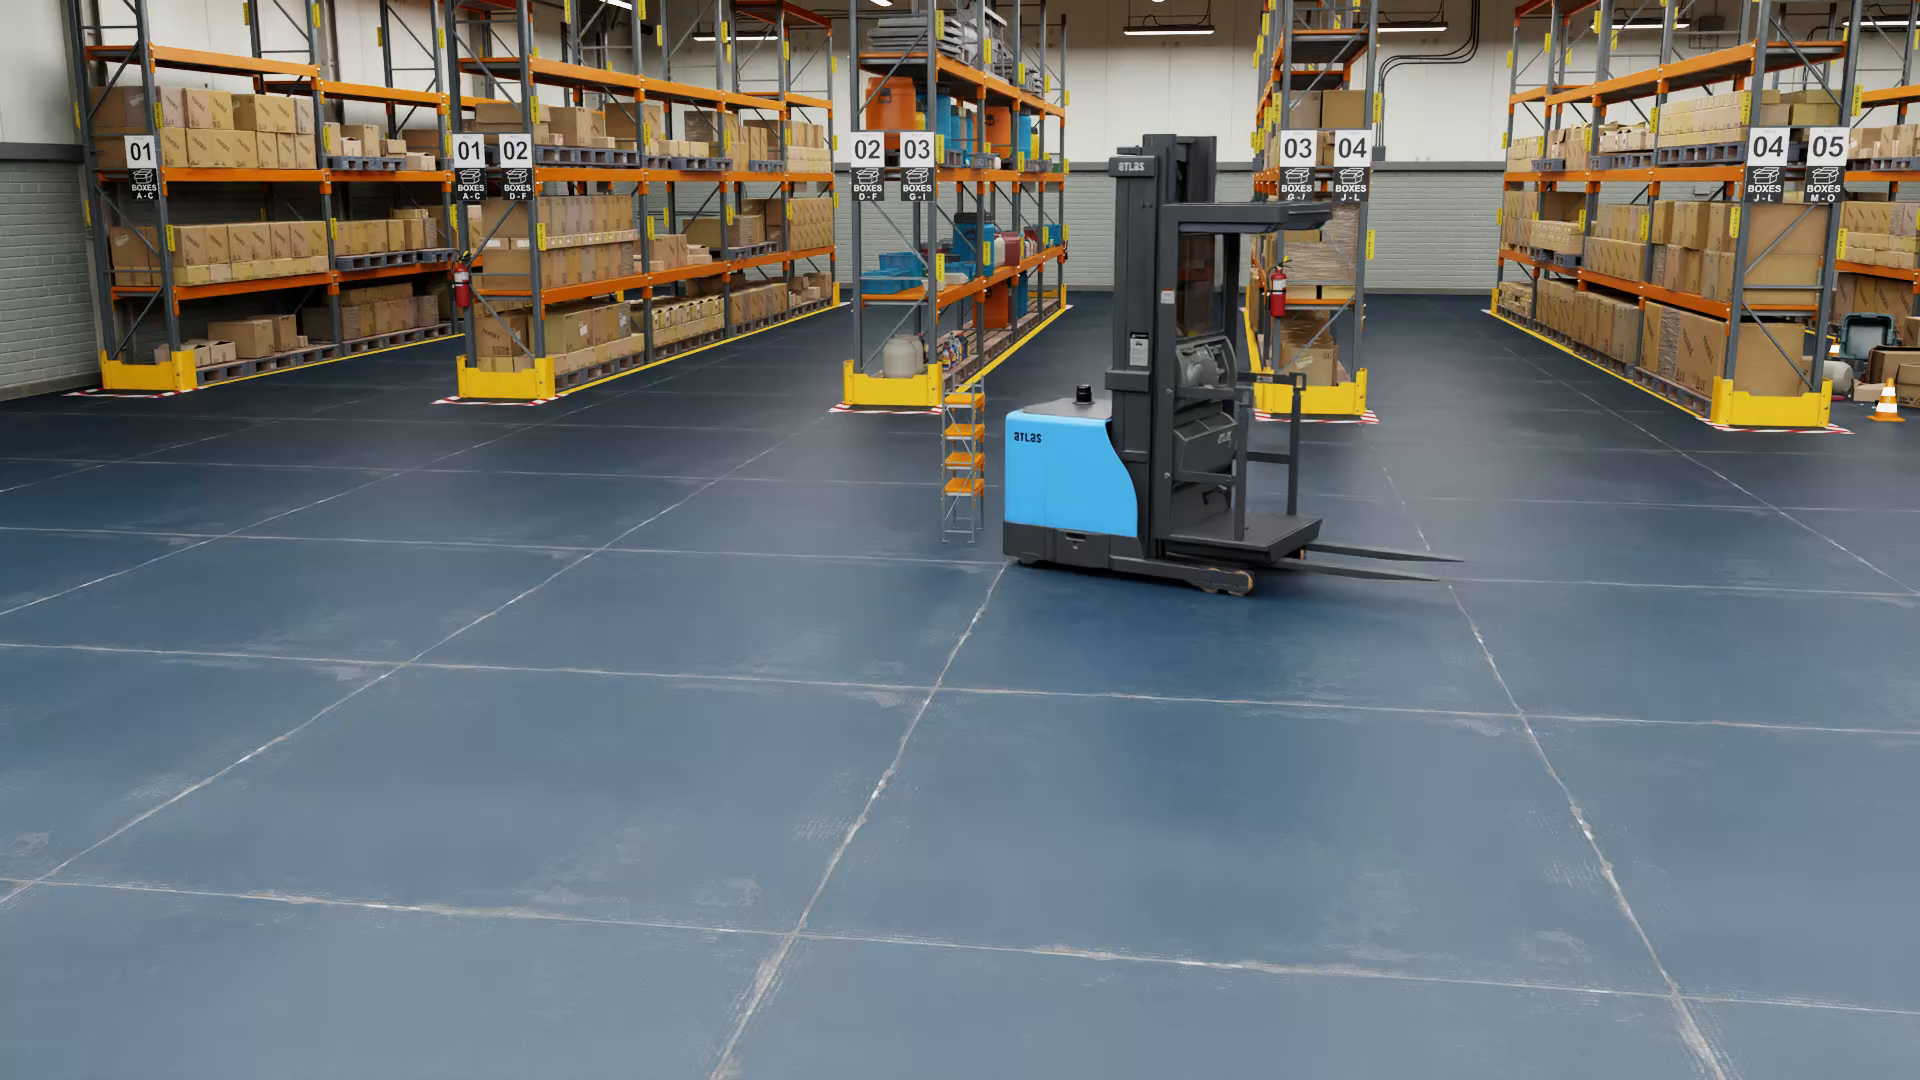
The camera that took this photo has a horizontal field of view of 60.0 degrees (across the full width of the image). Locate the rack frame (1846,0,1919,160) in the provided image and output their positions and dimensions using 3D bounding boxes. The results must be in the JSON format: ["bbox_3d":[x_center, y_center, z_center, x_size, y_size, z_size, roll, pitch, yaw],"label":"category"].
[{"bbox_3d":[15.754,-8.059,28.529,1.000,3.000,0.127,2,12,9],"label":"rack frame"}]

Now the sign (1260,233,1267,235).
[{"bbox_3d":[4.182,-4.365,22.881,0.100,0.325,0.005,2,12,9],"label":"sign"}]

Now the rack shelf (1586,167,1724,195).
[{"bbox_3d":[9.924,-5.131,23.771,1.077,0.370,4.000,2,12,9],"label":"rack shelf"}]

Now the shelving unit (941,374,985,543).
[{"bbox_3d":[0.025,-0.621,12.527,0.258,1.200,0.503,2,12,9],"label":"shelving unit"}]

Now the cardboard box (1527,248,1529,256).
[{"bbox_3d":[10.592,-5.267,30.410,0.380,0.149,0.250,2,12,7],"label":"cardboard box"}]

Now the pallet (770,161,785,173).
[{"bbox_3d":[-3.996,-7.010,31.228,1.213,0.211,1.003,2,12,9],"label":"pallet"}]

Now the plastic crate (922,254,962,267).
[{"bbox_3d":[-0.369,-3.807,23.188,0.767,0.338,0.504,2,12,9],"label":"plastic crate"}]

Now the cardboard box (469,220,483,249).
[{"bbox_3d":[-8.919,-5.502,29.912,0.500,0.500,0.500,2,12,11],"label":"cardboard box"}]

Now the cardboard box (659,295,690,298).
[{"bbox_3d":[-4.812,-3.972,28.004,0.500,0.311,0.500,2,12,11],"label":"cardboard box"}]

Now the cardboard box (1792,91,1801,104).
[{"bbox_3d":[9.407,-4.867,18.304,0.380,0.149,0.250,2,12,9],"label":"cardboard box"}]

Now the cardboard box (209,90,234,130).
[{"bbox_3d":[-10.073,-5.727,22.169,0.500,0.500,0.500,2,12,10],"label":"cardboard box"}]

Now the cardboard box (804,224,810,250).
[{"bbox_3d":[-3.324,-6.126,33.562,0.500,0.500,0.500,2,12,8],"label":"cardboard box"}]

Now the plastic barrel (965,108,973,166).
[{"bbox_3d":[-0.098,-6.039,25.086,0.600,0.901,0.708,2,12,9],"label":"plastic barrel"}]

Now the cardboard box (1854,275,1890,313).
[{"bbox_3d":[15.606,-3.973,27.856,0.875,0.875,0.875,2,12,10],"label":"cardboard box"}]

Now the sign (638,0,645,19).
[{"bbox_3d":[-4.512,-7.548,23.562,0.100,0.325,0.005,2,12,9],"label":"sign"}]

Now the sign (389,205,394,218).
[{"bbox_3d":[-9.886,-5.680,28.979,0.100,0.325,0.005,2,12,9],"label":"sign"}]

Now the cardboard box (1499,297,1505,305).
[{"bbox_3d":[11.065,-4.811,33.469,0.380,0.149,0.250,2,12,10],"label":"cardboard box"}]

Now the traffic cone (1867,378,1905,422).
[{"bbox_3d":[10.486,-1.592,18.783,0.336,0.463,0.334,2,12,9],"label":"traffic cone"}]

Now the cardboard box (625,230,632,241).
[{"bbox_3d":[-4.927,-4.355,23.804,0.380,0.149,0.250,2,12,7],"label":"cardboard box"}]

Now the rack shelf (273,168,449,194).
[{"bbox_3d":[-9.644,-5.795,26.849,1.077,0.370,4.000,2,12,9],"label":"rack shelf"}]

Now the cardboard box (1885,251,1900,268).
[{"bbox_3d":[15.023,-4.441,26.336,0.500,0.250,0.500,2,12,10],"label":"cardboard box"}]

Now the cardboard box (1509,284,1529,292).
[{"bbox_3d":[11.001,-4.939,32.649,0.380,0.149,0.250,1,12,6],"label":"cardboard box"}]

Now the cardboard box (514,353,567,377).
[{"bbox_3d":[-5.369,-2.237,21.282,0.500,0.250,0.500,2,12,9],"label":"cardboard box"}]

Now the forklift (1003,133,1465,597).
[{"bbox_3d":[1.829,-1.193,11.070,3.031,2.935,1.130,7,14,30],"label":"forklift"}]

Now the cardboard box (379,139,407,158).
[{"bbox_3d":[-9.628,-6.356,27.454,0.797,0.503,0.637,4,13,17],"label":"cardboard box"}]

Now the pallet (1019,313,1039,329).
[{"bbox_3d":[0.908,-4.086,30.950,1.003,0.211,1.213,2,12,9],"label":"pallet"}]

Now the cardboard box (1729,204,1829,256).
[{"bbox_3d":[9.097,-3.445,18.439,0.875,0.550,0.550,2,12,9],"label":"cardboard box"}]

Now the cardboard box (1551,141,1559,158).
[{"bbox_3d":[10.504,-6.717,28.638,0.500,0.311,0.500,2,12,8],"label":"cardboard box"}]

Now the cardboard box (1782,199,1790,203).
[{"bbox_3d":[15.870,-6.191,31.489,0.500,0.500,0.500,2,12,8],"label":"cardboard box"}]

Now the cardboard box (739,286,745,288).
[{"bbox_3d":[-4.297,-4.454,30.931,0.500,0.500,0.500,2,12,9],"label":"cardboard box"}]

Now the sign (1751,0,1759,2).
[{"bbox_3d":[10.161,-7.044,21.226,0.100,0.325,0.005,2,12,9],"label":"sign"}]

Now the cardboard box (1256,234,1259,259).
[{"bbox_3d":[5.490,-5.200,29.264,0.500,0.500,0.500,2,12,7],"label":"cardboard box"}]

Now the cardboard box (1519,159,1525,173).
[{"bbox_3d":[10.899,-7.082,31.471,0.500,0.250,0.500,2,12,8],"label":"cardboard box"}]

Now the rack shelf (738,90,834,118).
[{"bbox_3d":[-3.519,-8.765,33.520,1.077,0.370,4.000,2,12,9],"label":"rack shelf"}]

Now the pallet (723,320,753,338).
[{"bbox_3d":[-4.289,-3.728,29.289,1.003,0.211,1.213,2,12,9],"label":"pallet"}]

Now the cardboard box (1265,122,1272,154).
[{"bbox_3d":[4.868,-6.075,25.016,0.500,0.500,0.500,2,12,7],"label":"cardboard box"}]

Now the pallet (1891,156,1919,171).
[{"bbox_3d":[15.185,-5.803,25.631,1.213,0.211,1.003,2,12,11],"label":"pallet"}]

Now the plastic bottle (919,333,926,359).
[{"bbox_3d":[-0.554,-2.704,23.162,0.144,0.351,0.185,2,12,9],"label":"plastic bottle"}]

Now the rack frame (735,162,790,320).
[{"bbox_3d":[-3.826,-5.769,32.144,1.000,3.000,0.127,2,12,9],"label":"rack frame"}]

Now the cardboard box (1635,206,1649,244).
[{"bbox_3d":[9.764,-4.349,22.942,0.700,0.500,0.500,2,12,8],"label":"cardboard box"}]

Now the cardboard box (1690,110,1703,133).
[{"bbox_3d":[9.035,-4.985,19.799,0.500,0.250,0.500,2,12,9],"label":"cardboard box"}]

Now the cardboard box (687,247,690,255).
[{"bbox_3d":[-4.770,-4.713,27.454,0.500,0.311,0.500,2,12,8],"label":"cardboard box"}]

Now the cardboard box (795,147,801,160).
[{"bbox_3d":[-3.431,-7.604,32.706,0.500,0.250,0.500,2,12,9],"label":"cardboard box"}]

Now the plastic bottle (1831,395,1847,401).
[{"bbox_3d":[10.746,-1.743,20.436,0.283,0.061,0.133,-2,12,-11],"label":"plastic bottle"}]

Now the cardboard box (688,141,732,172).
[{"bbox_3d":[-4.408,-6.544,28.380,0.910,0.500,0.500,2,12,9],"label":"cardboard box"}]

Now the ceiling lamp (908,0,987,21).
[{"bbox_3d":[-0.327,-12.865,36.973,2.000,3.185,0.800,2,12,9],"label":"ceiling lamp"}]

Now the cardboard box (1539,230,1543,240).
[{"bbox_3d":[10.215,-5.265,28.696,0.380,0.149,0.250,1,12,6],"label":"cardboard box"}]

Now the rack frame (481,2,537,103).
[{"bbox_3d":[-8.722,-8.862,32.253,1.000,3.000,0.127,2,12,9],"label":"rack frame"}]

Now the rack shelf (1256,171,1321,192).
[{"bbox_3d":[5.654,-6.146,28.479,1.077,0.370,4.000,2,12,9],"label":"rack shelf"}]

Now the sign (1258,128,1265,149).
[{"bbox_3d":[4.799,-6.392,26.499,0.100,0.325,0.005,2,12,9],"label":"sign"}]

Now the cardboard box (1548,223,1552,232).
[{"bbox_3d":[10.096,-5.247,27.905,0.380,0.149,0.250,2,12,10],"label":"cardboard box"}]

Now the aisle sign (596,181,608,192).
[{"bbox_3d":[-7.799,-8.038,36.499,0.394,0.787,0.004,2,12,9],"label":"aisle sign"}]

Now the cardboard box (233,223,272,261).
[{"bbox_3d":[-9.958,-4.141,23.119,0.500,0.500,0.500,2,12,10],"label":"cardboard box"}]
